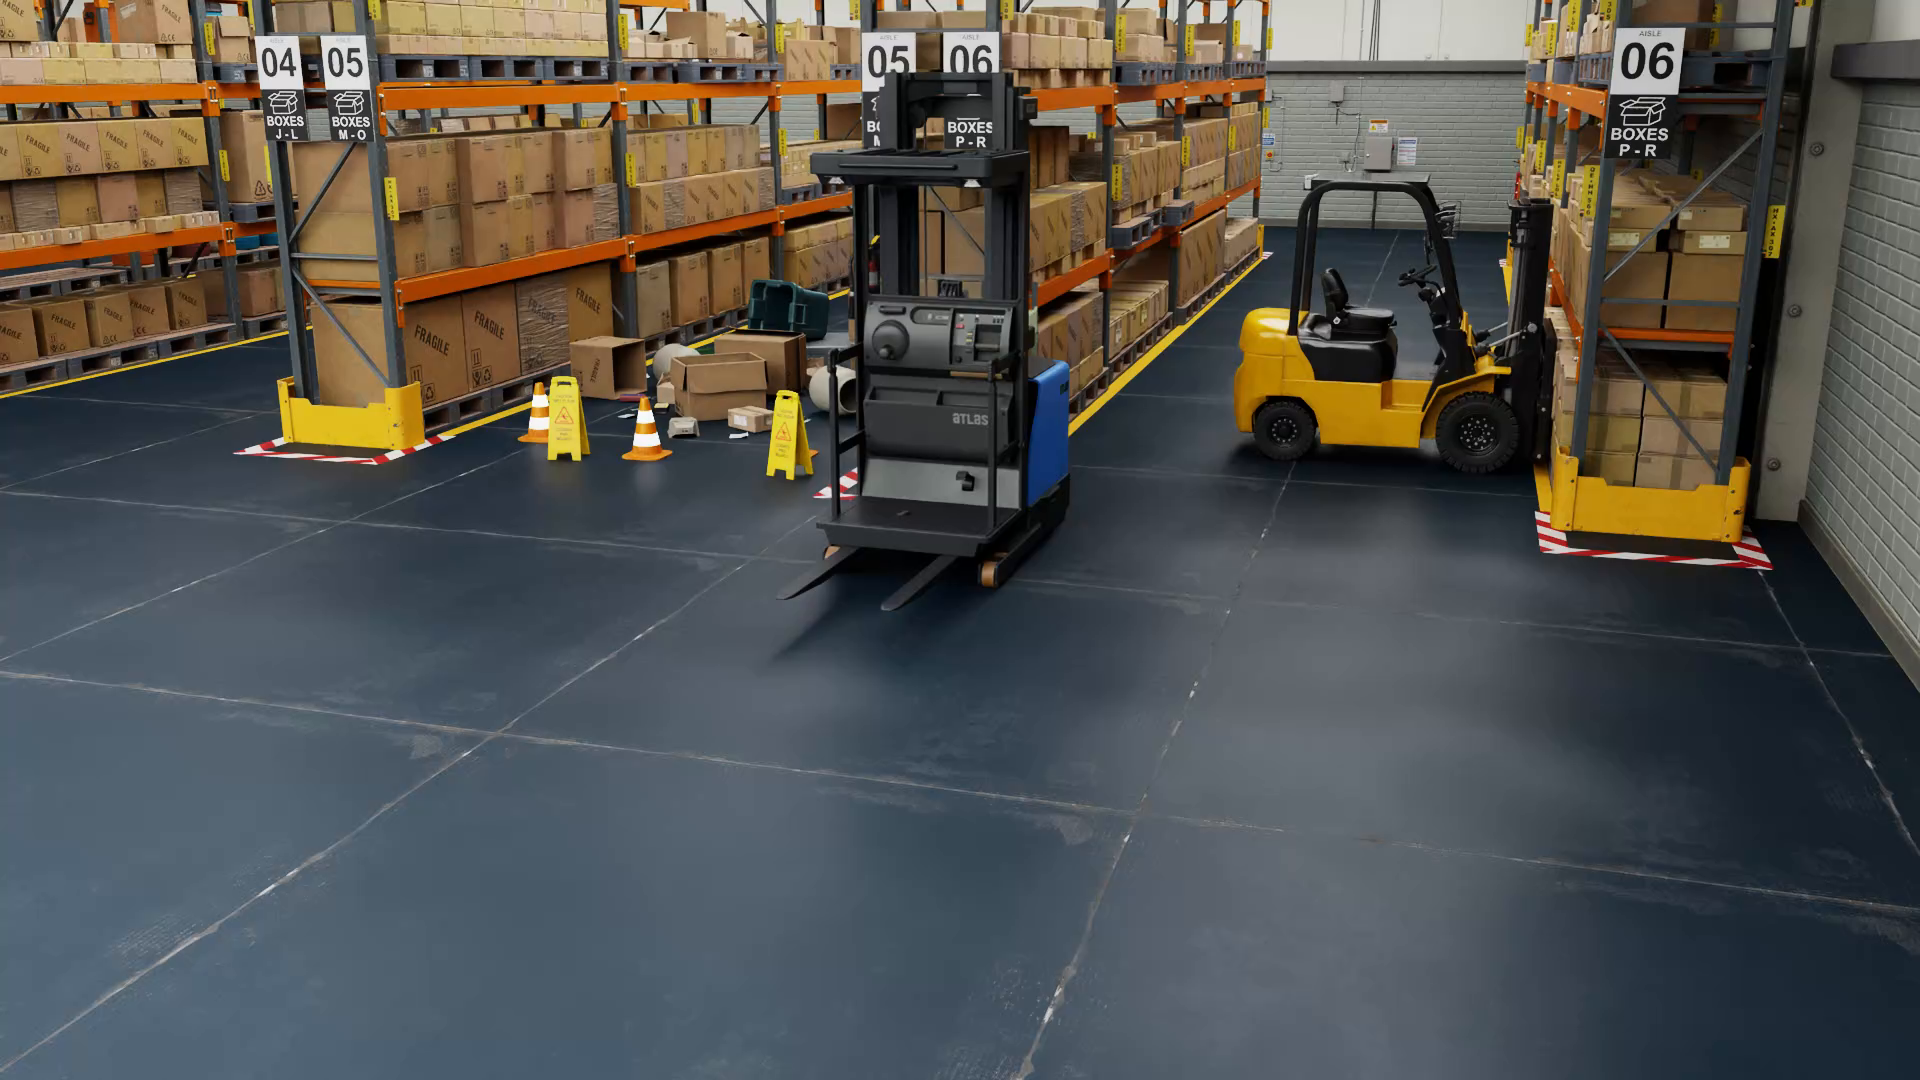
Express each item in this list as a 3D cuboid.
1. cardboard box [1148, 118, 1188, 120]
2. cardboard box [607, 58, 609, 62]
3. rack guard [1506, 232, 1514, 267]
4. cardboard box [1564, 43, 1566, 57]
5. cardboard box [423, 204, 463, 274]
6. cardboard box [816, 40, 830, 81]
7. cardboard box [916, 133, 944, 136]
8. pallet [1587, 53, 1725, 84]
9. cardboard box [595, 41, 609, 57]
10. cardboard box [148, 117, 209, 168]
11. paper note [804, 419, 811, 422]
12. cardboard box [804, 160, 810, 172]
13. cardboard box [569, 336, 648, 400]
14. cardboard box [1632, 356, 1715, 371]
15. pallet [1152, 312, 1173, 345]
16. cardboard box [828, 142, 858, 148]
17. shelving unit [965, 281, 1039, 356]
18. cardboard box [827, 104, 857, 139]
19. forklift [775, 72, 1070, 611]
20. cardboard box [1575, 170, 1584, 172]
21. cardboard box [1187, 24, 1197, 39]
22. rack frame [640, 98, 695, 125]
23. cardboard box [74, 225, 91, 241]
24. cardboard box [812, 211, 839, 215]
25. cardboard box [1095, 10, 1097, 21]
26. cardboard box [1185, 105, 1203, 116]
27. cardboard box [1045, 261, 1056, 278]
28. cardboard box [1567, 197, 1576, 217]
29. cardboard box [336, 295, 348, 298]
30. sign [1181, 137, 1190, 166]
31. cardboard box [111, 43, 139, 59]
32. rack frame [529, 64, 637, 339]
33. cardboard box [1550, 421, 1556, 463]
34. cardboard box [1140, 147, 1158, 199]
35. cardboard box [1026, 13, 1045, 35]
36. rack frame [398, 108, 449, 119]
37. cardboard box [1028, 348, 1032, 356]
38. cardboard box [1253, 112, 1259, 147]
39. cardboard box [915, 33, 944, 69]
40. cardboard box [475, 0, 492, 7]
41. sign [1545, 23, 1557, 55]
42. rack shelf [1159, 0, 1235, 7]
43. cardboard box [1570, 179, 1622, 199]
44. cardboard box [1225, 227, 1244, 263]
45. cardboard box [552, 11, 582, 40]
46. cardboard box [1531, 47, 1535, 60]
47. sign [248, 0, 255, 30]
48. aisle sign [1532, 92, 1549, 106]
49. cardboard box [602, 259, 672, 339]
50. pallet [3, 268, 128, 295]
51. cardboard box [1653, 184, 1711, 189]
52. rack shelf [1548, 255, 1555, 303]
[{"bbox_3d":[2.806,-5.478,22.631,0.500,0.500,0.500,5,17,17],"label":"cardboard box"},{"bbox_3d":[-5.972,-7.902,26.557,0.700,0.500,0.500,6,17,19],"label":"cardboard box"},{"bbox_3d":[9.082,-4.482,25.715,1.175,0.500,0.348,5,16,16],"label":"rack guard"},{"bbox_3d":[5.934,-4.650,15.738,0.380,0.149,0.250,4,16,15],"label":"cardboard box"},{"bbox_3d":[-4.780,-2.578,14.147,0.875,0.550,0.550,5,16,16],"label":"cardboard box"},{"bbox_3d":[-2.015,-6.235,21.636,0.500,0.500,0.500,5,16,16],"label":"cardboard box"},{"bbox_3d":[-0.070,-2.999,13.343,0.700,0.500,0.500,4,16,15],"label":"cardboard box"},{"bbox_3d":[5.128,-3.422,12.063,1.003,0.211,1.213,5,16,16],"label":"pallet"},{"bbox_3d":[-3.638,-4.759,16.120,0.380,0.149,0.250,5,16,16],"label":"cardboard box"},{"bbox_3d":[-8.432,-4.251,17.758,0.500,0.500,0.500,5,16,16],"label":"cardboard box"},{"bbox_3d":[-1.331,-1.039,14.475,0.032,0.001,0.123,5,16,16],"label":"paper note"},{"bbox_3d":[-2.155,-4.895,21.737,0.380,0.149,0.250,5,17,16],"label":"cardboard box"},{"bbox_3d":[-3.298,-1.619,15.618,0.500,0.500,0.500,8,18,25],"label":"cardboard box"},{"bbox_3d":[5.014,-1.121,11.721,0.500,0.250,0.500,5,16,16],"label":"cardboard box"},{"bbox_3d":[1.847,-2.450,19.079,1.003,0.211,1.213,5,16,16],"label":"pallet"},{"bbox_3d":[-1.645,-5.509,23.355,0.380,0.149,0.250,4,16,14],"label":"cardboard box"},{"bbox_3d":[0.291,-1.031,11.692,0.431,1.500,0.755,2,14,9],"label":"shelving unit"},{"bbox_3d":[-1.693,-6.216,24.685,0.500,0.500,0.500,4,16,14],"label":"cardboard box"},{"bbox_3d":[-0.198,-1.247,9.855,1.130,2.935,3.031,5,17,18],"label":"forklift"},{"bbox_3d":[6.272,-3.703,17.014,0.380,0.149,0.250,5,17,16],"label":"cardboard box"},{"bbox_3d":[3.559,-7.140,23.867,0.797,0.503,0.637,6,17,20],"label":"cardboard box"},{"bbox_3d":[-5.158,-6.857,29.507,1.000,3.000,0.127,5,16,16],"label":"rack frame"},{"bbox_3d":[-8.932,-3.067,16.605,0.380,0.149,0.250,5,16,16],"label":"cardboard box"},{"bbox_3d":[-2.031,-4.587,23.941,0.500,0.250,0.500,4,16,13],"label":"cardboard box"},{"bbox_3d":[1.245,-5.193,16.732,0.500,0.250,0.500,5,17,17],"label":"cardboard box"},{"bbox_3d":[3.249,-6.113,23.682,0.380,0.149,0.250,5,16,16],"label":"cardboard box"},{"bbox_3d":[0.581,-2.258,13.755,0.380,0.149,0.250,4,16,14],"label":"cardboard box"},{"bbox_3d":[5.090,-2.665,13.357,0.380,0.149,0.250,5,17,17],"label":"cardboard box"},{"bbox_3d":[-7.902,-3.301,20.746,0.700,0.500,0.500,6,17,21],"label":"cardboard box"},{"bbox_3d":[2.593,-4.475,19.132,0.100,0.325,0.005,5,16,16],"label":"sign"},{"bbox_3d":[-8.589,-4.963,16.878,0.380,0.149,0.250,4,16,14],"label":"cardboard box"},{"bbox_3d":[-3.841,-3.306,16.989,1.000,3.000,0.127,5,16,16],"label":"rack frame"},{"bbox_3d":[4.538,-0.675,11.980,0.500,0.250,0.500,5,16,16],"label":"cardboard box"},{"bbox_3d":[1.773,-3.837,17.363,0.500,0.500,0.500,4,16,14],"label":"cardboard box"},{"bbox_3d":[0.423,-3.873,12.490,0.380,0.149,0.250,5,16,16],"label":"cardboard box"},{"bbox_3d":[-9.906,-7.241,30.861,1.000,3.000,0.127,5,16,16],"label":"rack frame"},{"bbox_3d":[0.297,-1.338,12.946,0.500,0.500,0.500,4,16,14],"label":"cardboard box"},{"bbox_3d":[4.315,-6.334,25.648,0.500,0.500,0.500,5,16,16],"label":"cardboard box"},{"bbox_3d":[-0.316,-3.571,12.156,0.500,0.250,0.500,4,16,15],"label":"cardboard box"},{"bbox_3d":[-4.216,-4.611,14.138,0.380,0.149,0.250,4,16,15],"label":"cardboard box"},{"bbox_3d":[6.311,-5.346,17.736,0.100,0.325,0.005,5,16,16],"label":"sign"},{"bbox_3d":[2.639,-6.866,20.598,1.077,0.370,4.000,5,16,16],"label":"rack shelf"},{"bbox_3d":[5.095,-2.806,13.307,0.380,0.149,0.250,5,17,17],"label":"cardboard box"},{"bbox_3d":[3.742,-4.402,24.776,0.875,0.438,0.875,4,16,14],"label":"cardboard box"},{"bbox_3d":[-3.879,-4.790,15.498,0.500,0.250,0.500,5,16,16],"label":"cardboard box"},{"bbox_3d":[7.394,-6.118,20.913,0.380,0.149,0.250,5,17,16],"label":"cardboard box"},{"bbox_3d":[-5.494,-4.137,12.942,0.100,0.325,0.005,5,16,16],"label":"sign"},{"bbox_3d":[8.842,-6.996,25.233,0.394,0.787,0.004,5,16,16],"label":"aisle sign"},{"bbox_3d":[-3.751,-2.596,17.836,1.050,0.750,0.750,5,16,16],"label":"cardboard box"},{"bbox_3d":[-12.437,-3.607,23.159,1.003,0.211,1.213,5,16,16],"label":"pallet"},{"bbox_3d":[5.498,-2.629,12.683,0.380,0.149,0.250,4,16,15],"label":"cardboard box"},{"bbox_3d":[6.262,-2.742,16.319,1.077,0.370,4.000,5,16,16],"label":"rack shelf"}]
